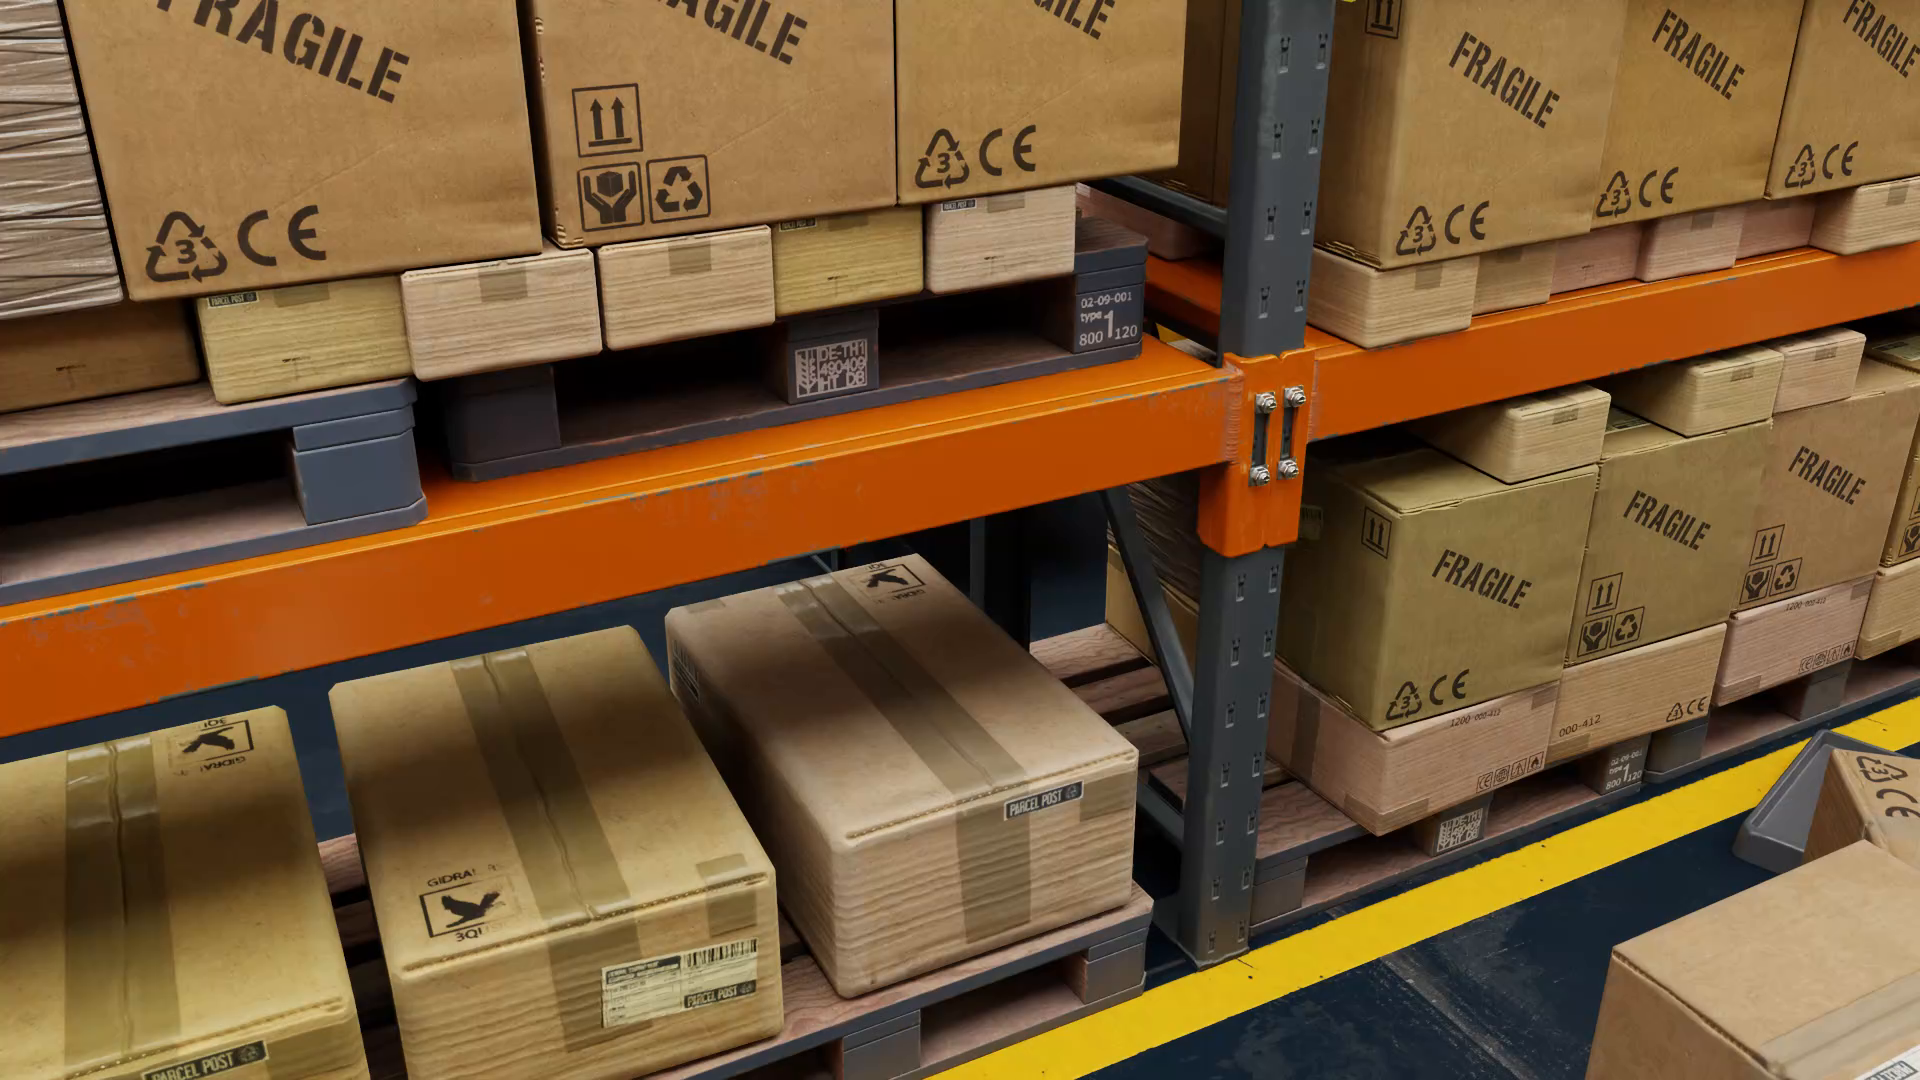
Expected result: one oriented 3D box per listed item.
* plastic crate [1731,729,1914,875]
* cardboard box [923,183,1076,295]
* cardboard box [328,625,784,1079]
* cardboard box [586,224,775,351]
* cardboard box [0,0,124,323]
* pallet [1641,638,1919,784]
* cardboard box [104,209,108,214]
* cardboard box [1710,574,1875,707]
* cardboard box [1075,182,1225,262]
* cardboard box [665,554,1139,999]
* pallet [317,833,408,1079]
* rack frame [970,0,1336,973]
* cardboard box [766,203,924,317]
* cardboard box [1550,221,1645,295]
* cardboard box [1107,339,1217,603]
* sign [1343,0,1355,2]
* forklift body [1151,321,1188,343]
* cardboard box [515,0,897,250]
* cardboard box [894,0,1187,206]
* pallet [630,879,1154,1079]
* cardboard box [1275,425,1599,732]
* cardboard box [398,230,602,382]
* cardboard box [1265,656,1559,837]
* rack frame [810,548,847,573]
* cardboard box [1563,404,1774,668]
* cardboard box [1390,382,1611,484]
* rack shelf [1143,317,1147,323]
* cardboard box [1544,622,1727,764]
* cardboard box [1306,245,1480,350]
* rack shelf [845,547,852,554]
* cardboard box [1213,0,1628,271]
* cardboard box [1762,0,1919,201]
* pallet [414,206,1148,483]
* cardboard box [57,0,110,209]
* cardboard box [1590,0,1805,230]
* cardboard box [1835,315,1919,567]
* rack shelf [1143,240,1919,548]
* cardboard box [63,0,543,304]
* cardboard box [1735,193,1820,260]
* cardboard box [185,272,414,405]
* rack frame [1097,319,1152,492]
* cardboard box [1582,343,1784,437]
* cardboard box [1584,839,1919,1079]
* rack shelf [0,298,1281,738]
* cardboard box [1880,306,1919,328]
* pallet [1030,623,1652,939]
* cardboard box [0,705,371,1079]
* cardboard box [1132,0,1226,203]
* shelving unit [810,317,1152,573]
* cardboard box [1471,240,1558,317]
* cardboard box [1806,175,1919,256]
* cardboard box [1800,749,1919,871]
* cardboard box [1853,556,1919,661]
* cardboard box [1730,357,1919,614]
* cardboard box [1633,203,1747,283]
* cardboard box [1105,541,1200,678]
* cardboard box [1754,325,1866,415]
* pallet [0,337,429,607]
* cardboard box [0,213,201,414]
[{"bbox_3d":[2.081,0.640,3.825,0.402,0.080,0.583,21,33,37],"label":"plastic crate"},{"bbox_3d":[-0.014,-0.536,2.705,0.250,0.149,0.380,-13,28,-24],"label":"cardboard box"},{"bbox_3d":[-0.784,0.581,3.125,0.625,0.372,0.950,-11,28,-22],"label":"cardboard box"},{"bbox_3d":[-0.466,-0.423,2.470,0.250,0.149,0.380,-14,29,-26],"label":"cardboard box"},{"bbox_3d":[-1.347,-0.545,1.976,0.500,0.500,0.500,-14,29,-27],"label":"cardboard box"},{"bbox_3d":[1.964,0.187,4.617,1.213,0.211,1.003,-13,29,-25],"label":"pallet"},{"bbox_3d":[-1.490,-0.499,2.629,0.250,0.149,0.380,-12,28,-23],"label":"cardboard box"},{"bbox_3d":[1.890,0.141,4.182,0.500,0.250,0.500,-13,29,-26],"label":"cardboard box"},{"bbox_3d":[0.450,-0.739,3.613,0.250,0.149,0.380,-13,29,-26],"label":"cardboard box"},{"bbox_3d":[-0.152,0.433,3.433,0.625,0.372,0.950,-13,28,-24],"label":"cardboard box"},{"bbox_3d":[-1.454,0.996,2.931,1.213,0.211,1.003,-13,29,-25],"label":"pallet"},{"bbox_3d":[0.310,-0.670,3.180,0.127,3.000,1.000,-13,29,-25],"label":"rack frame"},{"bbox_3d":[-0.255,-0.489,2.607,0.250,0.149,0.380,-14,29,-27],"label":"cardboard box"},{"bbox_3d":[1.157,-0.635,3.398,0.250,0.149,0.380,-13,29,-25],"label":"cardboard box"},{"bbox_3d":[0.706,-0.181,3.986,0.500,0.500,0.500,-13,29,-26],"label":"cardboard box"},{"bbox_3d":[0.574,-0.981,2.489,0.005,0.325,0.100,-13,29,-25],"label":"sign"},{"bbox_3d":[0.686,-1.914,6.751,1.214,2.155,2.313,-13,29,-25],"label":"forklift body"},{"bbox_3d":[-0.427,-0.755,2.413,0.500,0.500,0.500,-13,28,-25],"label":"cardboard box"},{"bbox_3d":[0.010,-0.857,2.624,0.500,0.500,0.500,-14,29,-26],"label":"cardboard box"},{"bbox_3d":[-0.376,0.746,3.452,1.213,0.211,1.003,-13,29,-25],"label":"pallet"},{"bbox_3d":[0.958,0.025,3.557,0.500,0.500,0.500,-12,28,-23],"label":"cardboard box"},{"bbox_3d":[-0.689,-0.369,2.359,0.250,0.149,0.380,-13,28,-25],"label":"cardboard box"},{"bbox_3d":[0.958,0.363,3.719,0.500,0.250,0.500,-14,29,-27],"label":"cardboard box"},{"bbox_3d":[-0.455,-0.402,4.788,0.032,1.125,0.500,-13,29,-25],"label":"rack frame"},{"bbox_3d":[1.424,-0.088,3.794,0.500,0.500,0.500,-12,28,-23],"label":"cardboard box"},{"bbox_3d":[1.096,-0.270,3.422,0.250,0.149,0.380,-13,28,-24],"label":"cardboard box"},{"bbox_3d":[-0.006,-0.770,4.877,1.000,0.278,0.538,-13,29,-25],"label":"rack shelf"},{"bbox_3d":[1.423,0.250,3.955,0.500,0.250,0.500,-11,28,-22],"label":"cardboard box"},{"bbox_3d":[0.739,-0.498,3.113,0.250,0.149,0.380,-13,29,-25],"label":"cardboard box"},{"bbox_3d":[-0.006,-0.285,5.109,1.000,0.278,0.538,-13,29,-25],"label":"rack shelf"},{"bbox_3d":[0.829,-0.832,3.059,0.500,0.500,0.500,-13,29,-25],"label":"cardboard box"},{"bbox_3d":[1.710,-1.041,3.493,0.500,0.500,0.500,-13,29,-26],"label":"cardboard box"},{"bbox_3d":[-0.433,-0.483,3.013,1.213,0.211,1.003,-13,29,-25],"label":"pallet"},{"bbox_3d":[-1.571,-0.746,2.394,0.500,0.500,0.500,-14,29,-27],"label":"cardboard box"},{"bbox_3d":[1.261,-0.943,3.290,0.500,0.500,0.500,-13,29,-25],"label":"cardboard box"},{"bbox_3d":[2.348,-0.302,4.239,0.500,0.500,0.500,-14,29,-26],"label":"cardboard box"},{"bbox_3d":[2.075,-0.753,4.184,4.000,0.370,1.077,-13,29,-25],"label":"rack shelf"},{"bbox_3d":[-0.885,-0.652,2.199,0.500,0.500,0.500,-12,28,-23],"label":"cardboard box"},{"bbox_3d":[1.612,-0.739,3.613,0.250,0.149,0.380,-13,29,-25],"label":"cardboard box"},{"bbox_3d":[-0.921,-0.333,2.284,0.250,0.149,0.380,-13,29,-25],"label":"cardboard box"},{"bbox_3d":[0.443,-0.609,5.219,0.032,1.125,0.500,-13,29,-25],"label":"rack frame"},{"bbox_3d":[1.549,-0.375,3.641,0.250,0.149,0.380,-12,28,-23],"label":"cardboard box"},{"bbox_3d":[1.174,0.789,2.154,0.500,0.500,0.500,-13,29,-25],"label":"cardboard box"},{"bbox_3d":[-1.455,0.062,2.487,4.000,0.370,1.077,-13,29,-25],"label":"rack shelf"},{"bbox_3d":[2.506,-0.599,4.107,0.250,0.149,0.380,-12,28,-23],"label":"cardboard box"},{"bbox_3d":[0.886,0.437,4.096,1.213,0.211,1.003,-13,29,-25],"label":"pallet"},{"bbox_3d":[-1.397,0.723,2.829,0.625,0.372,0.950,-12,28,-23],"label":"cardboard box"},{"bbox_3d":[0.585,-1.035,3.480,0.500,0.500,0.500,-14,29,-26],"label":"cardboard box"},{"bbox_3d":[-0.006,-0.506,5.004,1.048,1.125,0.538,-13,29,-25],"label":"shelving unit"},{"bbox_3d":[0.937,-0.570,3.261,0.250,0.149,0.380,-12,28,-24],"label":"cardboard box"},{"bbox_3d":[1.872,-0.755,3.648,0.250,0.149,0.380,-13,28,-25],"label":"cardboard box"},{"bbox_3d":[1.896,0.757,3.092,0.500,0.500,0.500,5,26,11],"label":"cardboard box"},{"bbox_3d":[2.333,0.044,4.384,0.500,0.250,0.500,-14,29,-27],"label":"cardboard box"},{"bbox_3d":[1.883,-0.193,4.012,0.500,0.500,0.500,-11,28,-22],"label":"cardboard box"},{"bbox_3d":[1.392,-0.672,3.475,0.250,0.149,0.380,-12,28,-24],"label":"cardboard box"},{"bbox_3d":[0.705,0.157,4.149,0.500,0.250,0.500,-12,28,-23],"label":"cardboard box"},{"bbox_3d":[1.785,-0.431,3.758,0.250,0.149,0.380,-11,28,-22],"label":"cardboard box"},{"bbox_3d":[-1.492,-0.188,2.397,1.213,0.211,1.003,-13,29,-25],"label":"pallet"},{"bbox_3d":[-1.202,-0.319,2.254,0.250,0.149,0.380,-14,29,-27],"label":"cardboard box"}]
